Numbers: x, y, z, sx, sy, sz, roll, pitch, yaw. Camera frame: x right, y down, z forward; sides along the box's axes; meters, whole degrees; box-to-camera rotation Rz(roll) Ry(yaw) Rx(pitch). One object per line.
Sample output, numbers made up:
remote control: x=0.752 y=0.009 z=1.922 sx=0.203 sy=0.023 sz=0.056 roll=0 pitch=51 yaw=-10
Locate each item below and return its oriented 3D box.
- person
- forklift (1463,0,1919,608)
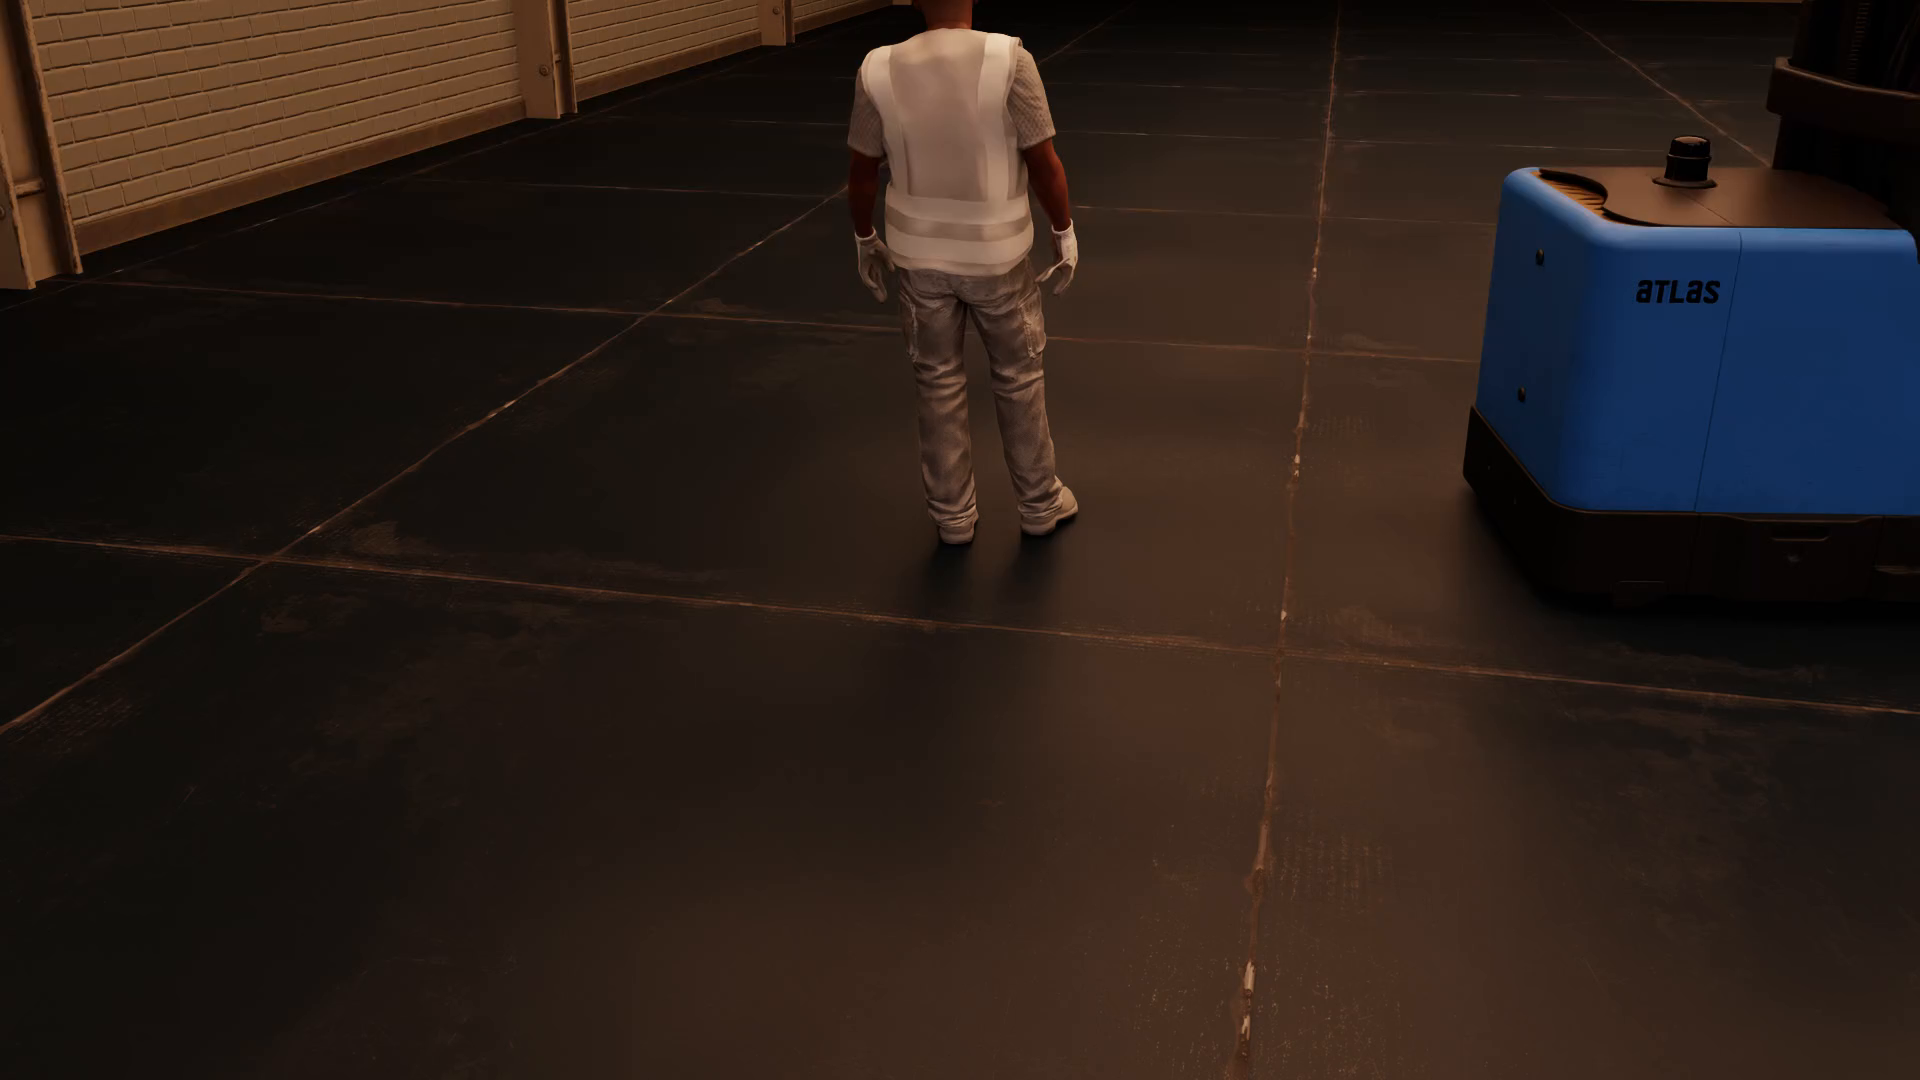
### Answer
person: x=0.024 y=-0.859 z=4.873 sx=0.657 sy=1.785 sz=0.575 roll=5 pitch=23 yaw=11
forklift: x=3.154 y=-1.320 z=4.504 sx=3.031 sy=2.935 sz=1.130 roll=1 pitch=22 yaw=2
